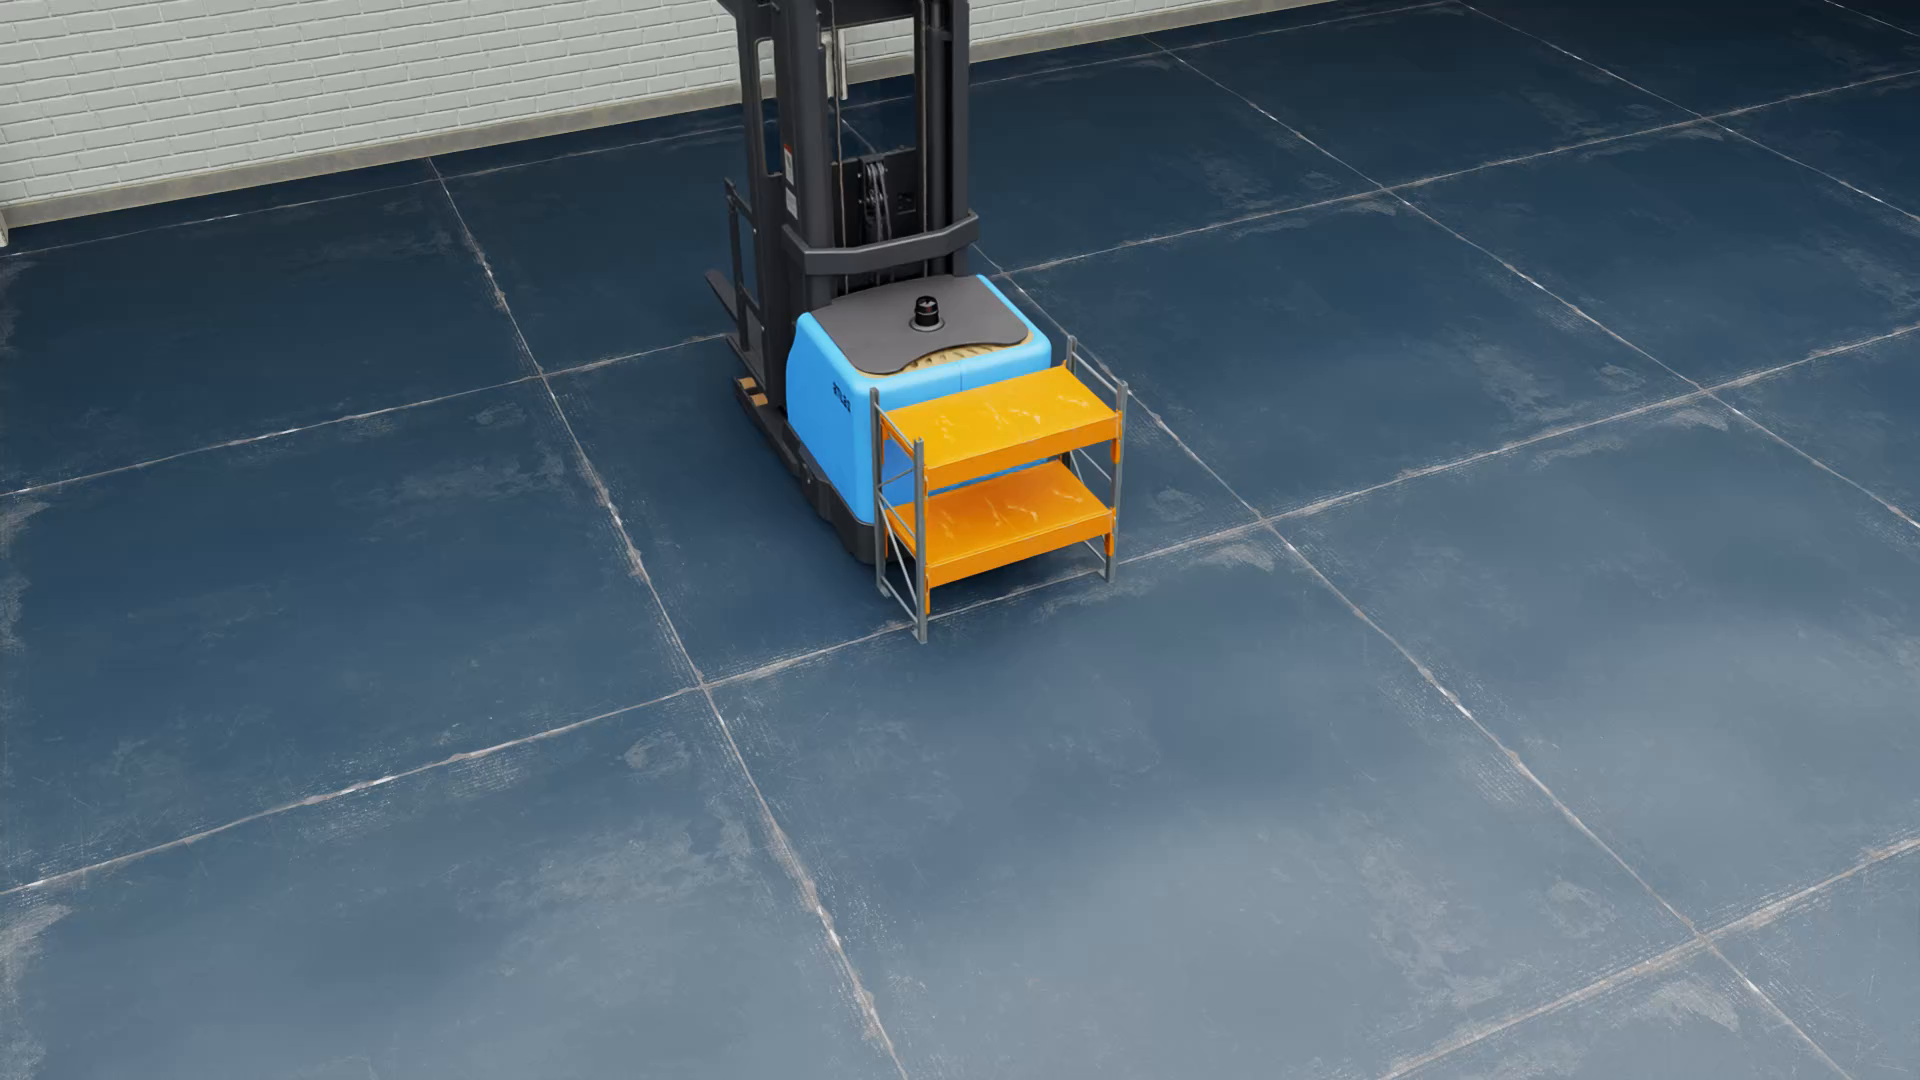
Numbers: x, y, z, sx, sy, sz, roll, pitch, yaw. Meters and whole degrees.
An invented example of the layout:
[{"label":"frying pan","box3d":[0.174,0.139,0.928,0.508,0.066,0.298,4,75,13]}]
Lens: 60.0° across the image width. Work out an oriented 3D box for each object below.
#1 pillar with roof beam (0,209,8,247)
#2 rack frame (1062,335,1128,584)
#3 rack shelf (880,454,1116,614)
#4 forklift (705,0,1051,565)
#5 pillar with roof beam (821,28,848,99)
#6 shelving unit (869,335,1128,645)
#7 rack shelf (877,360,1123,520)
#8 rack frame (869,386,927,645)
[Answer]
[{"label":"pillar with roof beam","box3d":[-4.729,-3.279,5.260,0.400,9.000,9.100,-16,39,-20]},{"label":"rack frame","box3d":[0.627,-0.373,7.952,0.032,1.125,0.500,-17,40,-21]},{"label":"rack shelf","box3d":[0.174,-0.040,7.913,1.000,0.278,0.538,-17,40,-21]},{"label":"forklift","box3d":[-0.630,-1.926,8.529,1.130,2.935,3.031,-16,39,-20]},{"label":"pillar with roof beam","box3d":[0.703,-4.797,7.307,0.400,9.000,9.100,-16,39,-20]},{"label":"shelving unit","box3d":[0.174,-0.236,7.767,1.048,1.125,0.538,-17,40,-21]},{"label":"rack shelf","box3d":[0.174,-0.471,7.593,1.000,0.278,0.538,-17,40,-21]},{"label":"rack frame","box3d":[-0.280,-0.099,7.583,0.032,1.125,0.500,-17,40,-21]}]
